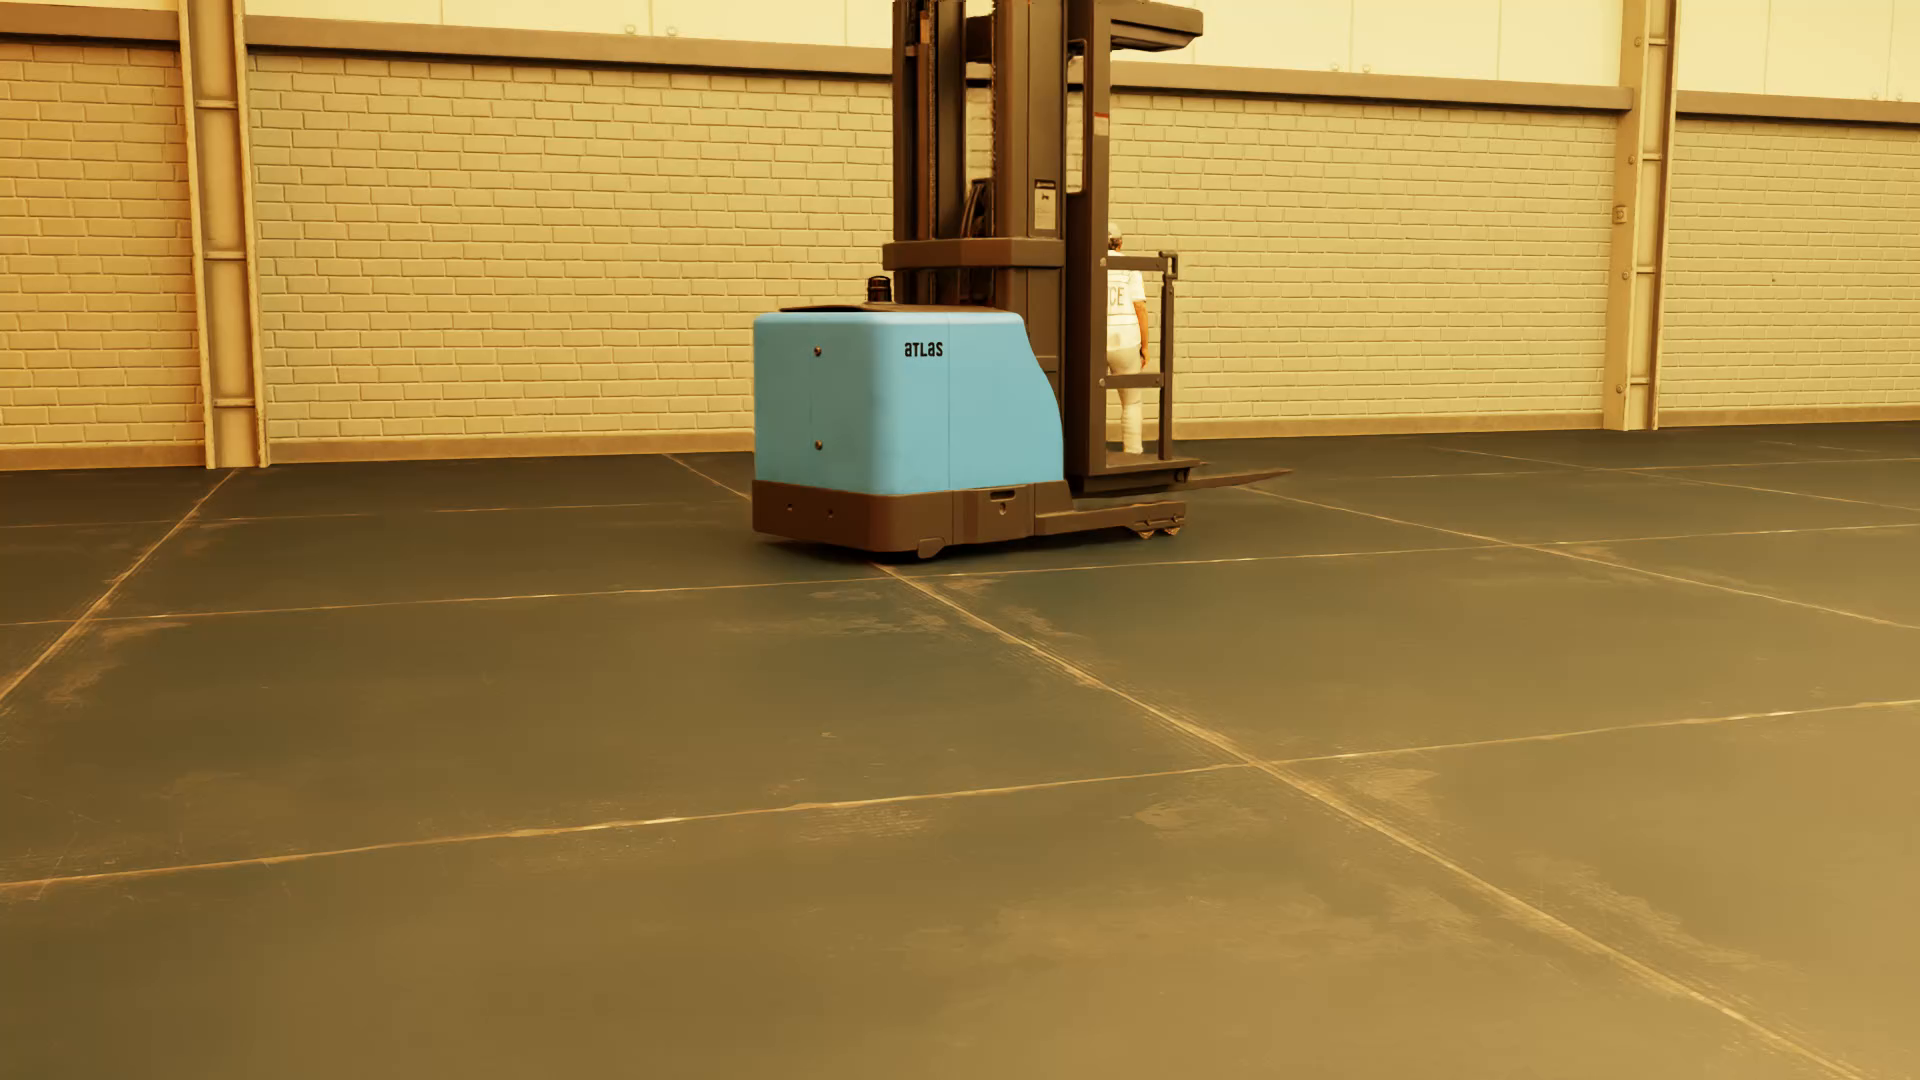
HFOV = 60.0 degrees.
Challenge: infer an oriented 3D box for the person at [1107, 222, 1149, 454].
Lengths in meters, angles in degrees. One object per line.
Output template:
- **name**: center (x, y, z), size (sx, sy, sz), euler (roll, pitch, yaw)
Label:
- **person**: center (0.984, -1.234, 10.823), size (0.564, 1.666, 0.467), euler (2, 8, 16)

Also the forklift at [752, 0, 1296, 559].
- **forklift**: center (0.475, -1.511, 8.159), size (3.031, 2.935, 1.130), euler (-7, 10, -41)
